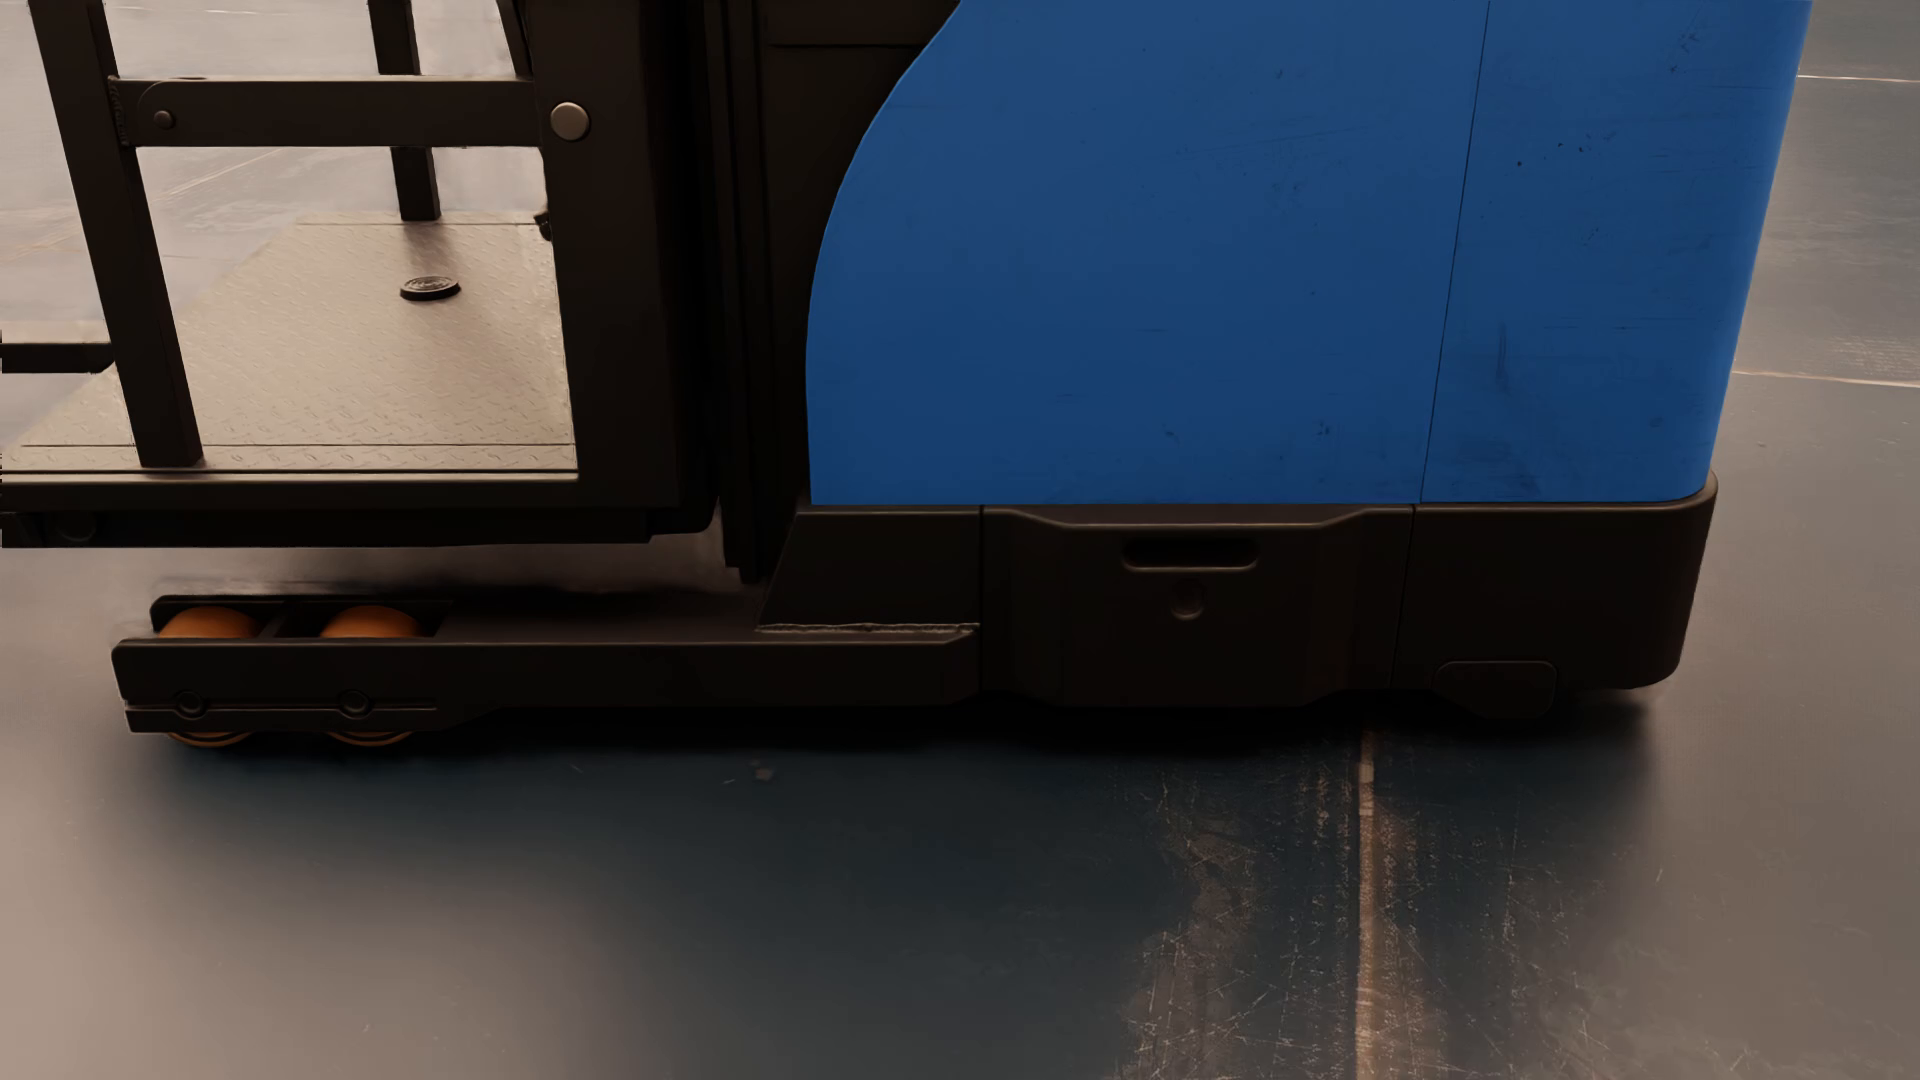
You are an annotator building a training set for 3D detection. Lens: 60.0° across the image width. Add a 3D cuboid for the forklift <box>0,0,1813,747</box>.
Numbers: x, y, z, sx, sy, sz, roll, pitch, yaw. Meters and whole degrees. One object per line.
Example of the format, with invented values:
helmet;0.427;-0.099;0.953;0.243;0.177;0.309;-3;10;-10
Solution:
forklift;-0.625;-1.298;1.820;3.031;2.935;1.130;0;27;0
